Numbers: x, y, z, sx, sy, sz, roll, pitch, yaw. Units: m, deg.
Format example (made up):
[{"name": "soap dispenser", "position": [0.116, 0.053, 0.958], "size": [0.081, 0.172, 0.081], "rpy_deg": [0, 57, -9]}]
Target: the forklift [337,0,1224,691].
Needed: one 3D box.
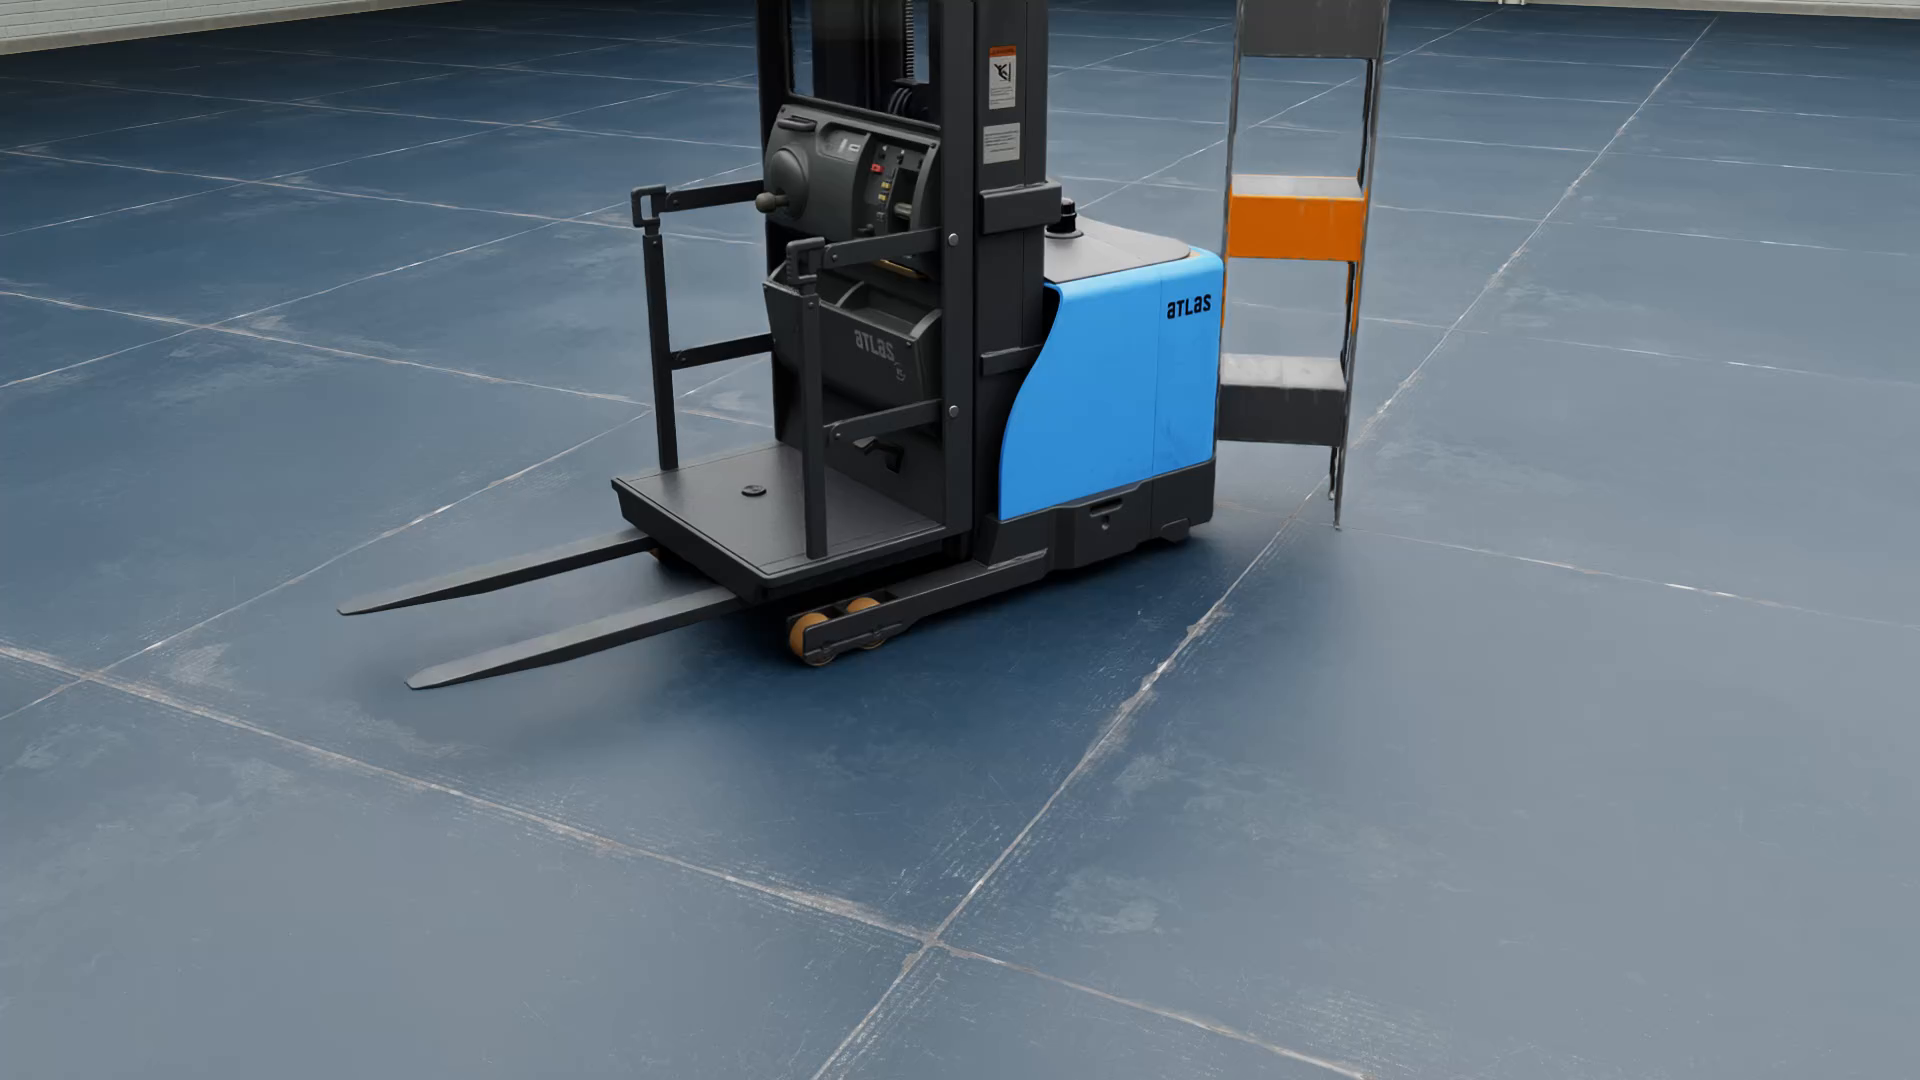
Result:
[{"name": "forklift", "position": [-0.531, -1.182, 5.283], "size": [3.031, 2.935, 1.130], "rpy_deg": [-16, 28, -33]}]

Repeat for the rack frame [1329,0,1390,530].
[{"name": "rack frame", "position": [1.467, -1.083, 6.113], "size": [0.015, 2.100, 0.400], "rpy_deg": [3, 23, 8]}]

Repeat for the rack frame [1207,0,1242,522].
[{"name": "rack frame", "position": [0.984, -1.112, 6.181], "size": [0.015, 2.100, 0.400], "rpy_deg": [3, 23, 8]}]

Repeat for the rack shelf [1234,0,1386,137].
[{"name": "rack shelf", "position": [1.226, -1.729, 5.878], "size": [0.480, 0.518, 0.431], "rpy_deg": [3, 23, 8]}]

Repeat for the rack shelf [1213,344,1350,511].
[{"name": "rack shelf", "position": [1.226, -0.440, 6.426], "size": [0.480, 0.518, 0.431], "rpy_deg": [3, 23, 8]}]

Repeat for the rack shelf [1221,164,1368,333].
[{"name": "rack shelf", "position": [1.226, -1.085, 6.152], "size": [0.480, 0.518, 0.431], "rpy_deg": [3, 23, 8]}]

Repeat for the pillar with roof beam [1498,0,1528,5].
[{"name": "pillar with roof beam", "position": [6.674, -11.001, 20.619], "size": [0.400, 9.000, 9.100], "rpy_deg": [11, 25, 25]}]

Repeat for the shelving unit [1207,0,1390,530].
[{"name": "shelving unit", "position": [1.226, -1.097, 6.147], "size": [0.503, 2.100, 0.431], "rpy_deg": [3, 23, 8]}]
